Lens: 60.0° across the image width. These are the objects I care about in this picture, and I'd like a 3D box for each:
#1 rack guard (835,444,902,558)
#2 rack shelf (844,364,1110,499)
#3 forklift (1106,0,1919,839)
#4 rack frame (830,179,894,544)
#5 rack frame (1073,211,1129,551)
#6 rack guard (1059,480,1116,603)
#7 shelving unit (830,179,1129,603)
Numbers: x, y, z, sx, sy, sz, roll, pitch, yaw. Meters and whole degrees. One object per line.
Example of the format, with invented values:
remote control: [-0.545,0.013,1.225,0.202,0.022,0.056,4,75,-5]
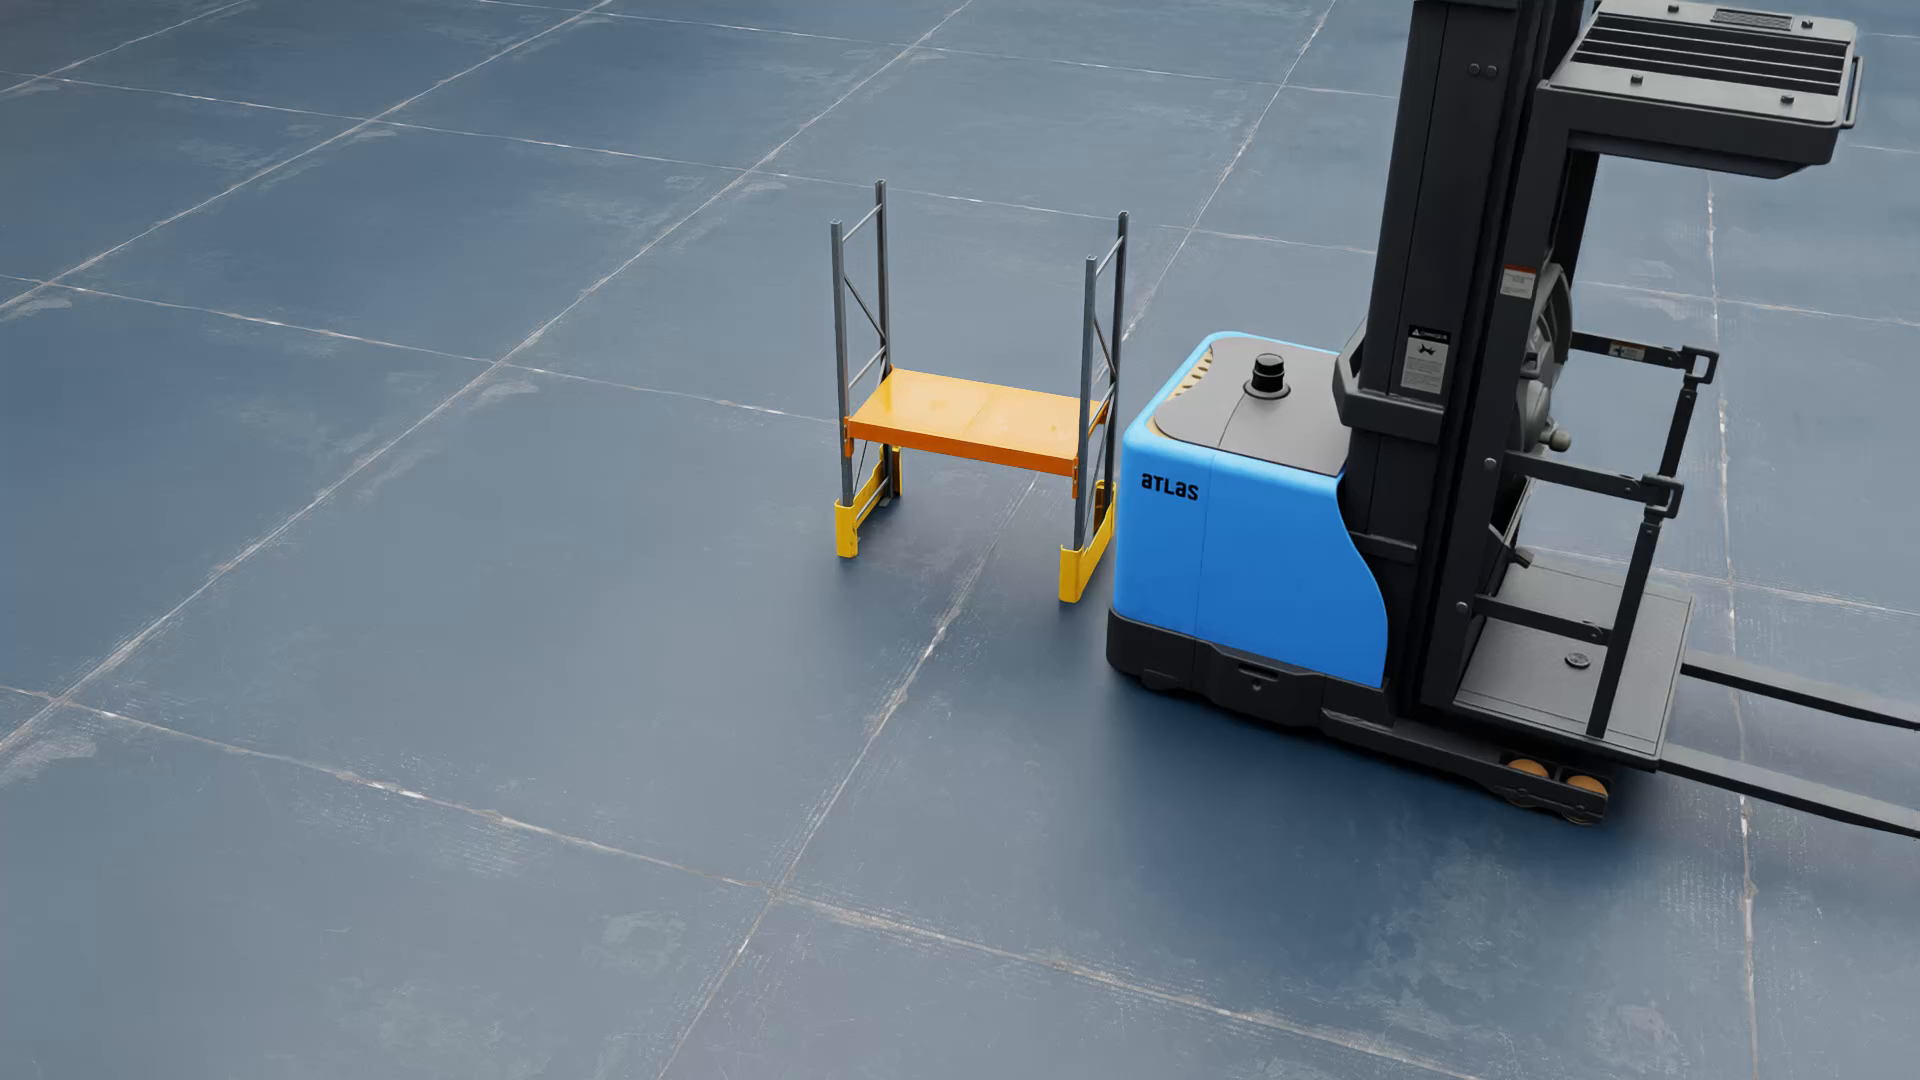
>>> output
rack guard: [-0.397,-0.182,7.302,0.087,0.250,0.587,11,34,16]
rack shelf: [0.080,-0.463,6.917,1.000,0.185,0.538,11,34,16]
forklift: [2.115,-0.581,5.448,3.031,2.935,1.130,15,36,22]
rack frame: [-0.398,-0.708,6.963,0.032,1.500,0.500,11,34,16]
rack frame: [0.559,-0.521,6.675,0.032,1.500,0.500,11,34,16]
rack guard: [0.541,0.000,7.019,0.087,0.250,0.587,11,34,16]
shelving unit: [0.072,-0.616,6.822,1.083,1.500,0.587,11,34,16]
